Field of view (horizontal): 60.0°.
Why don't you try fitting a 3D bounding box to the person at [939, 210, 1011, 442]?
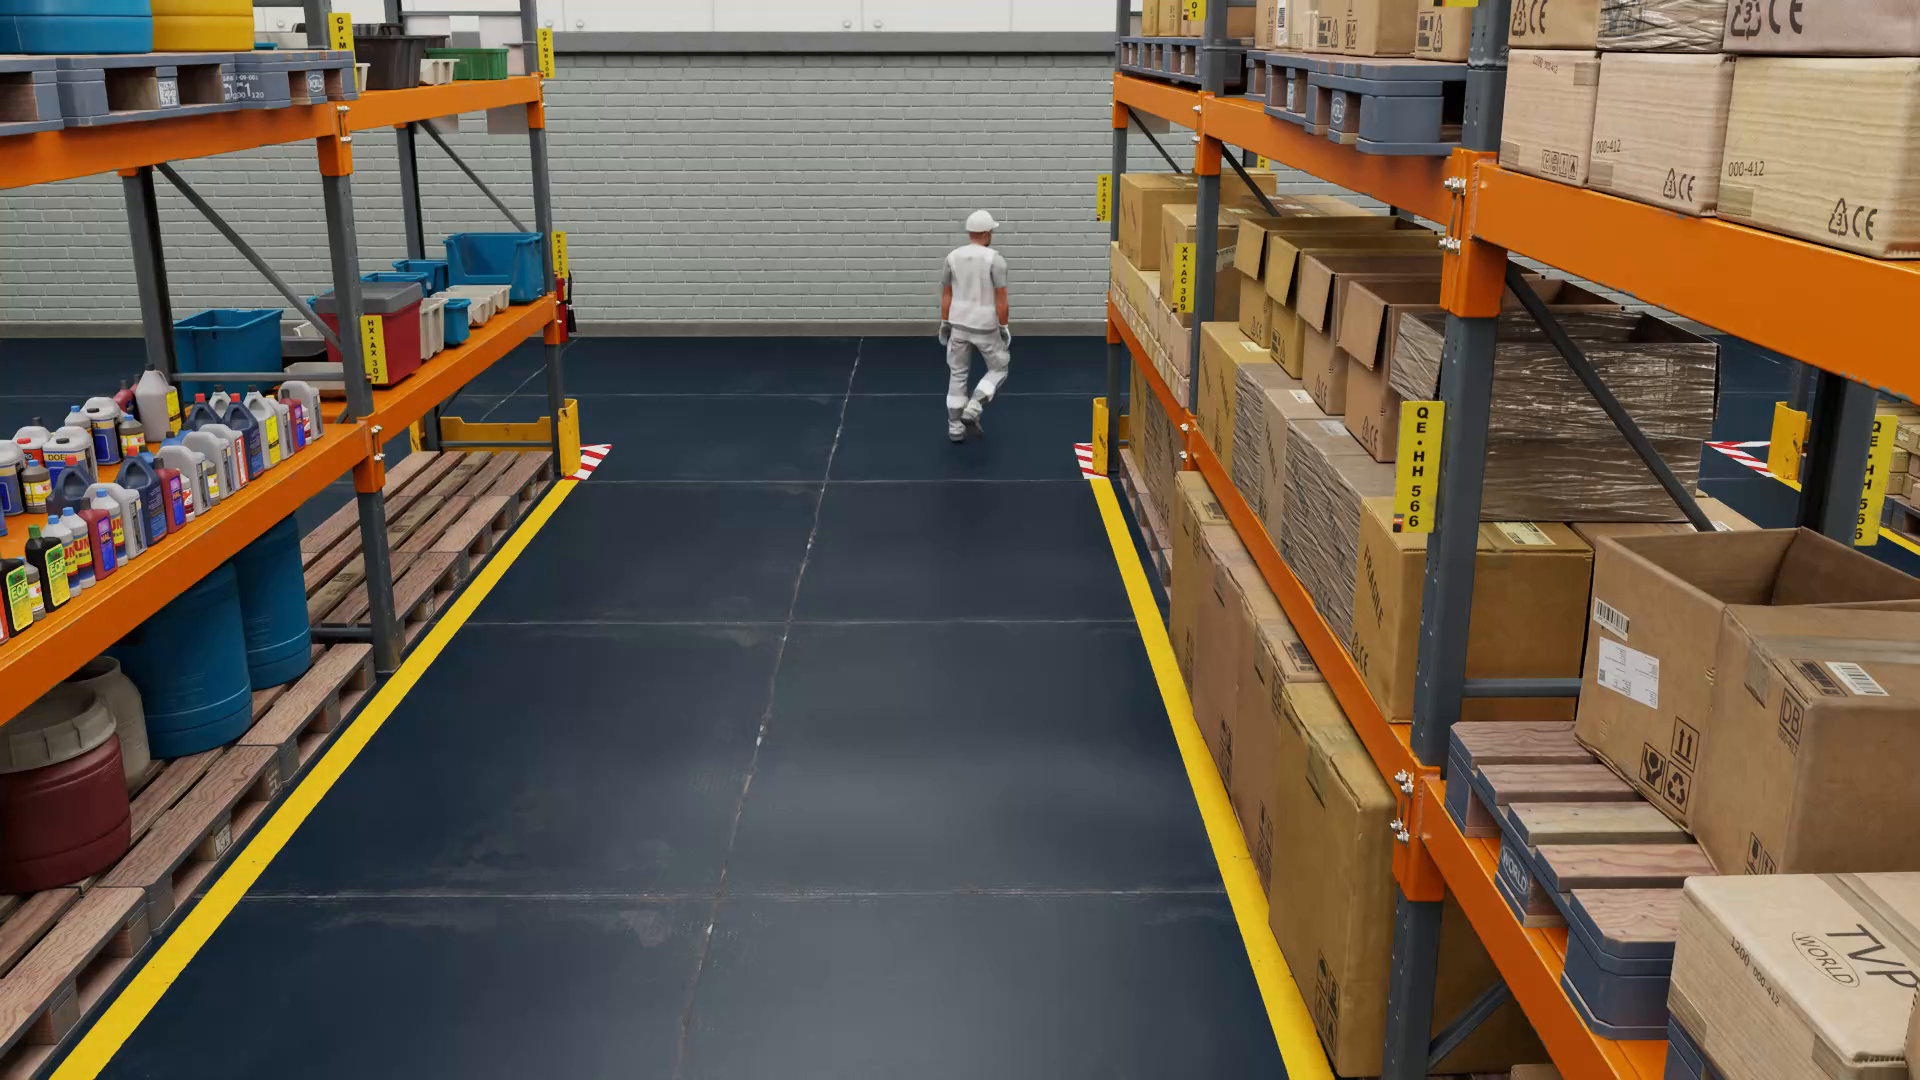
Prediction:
[{"bbox_3d":[0.109,-1.632,12.802,0.621,1.780,0.467,6,18,19],"label":"person"}]
